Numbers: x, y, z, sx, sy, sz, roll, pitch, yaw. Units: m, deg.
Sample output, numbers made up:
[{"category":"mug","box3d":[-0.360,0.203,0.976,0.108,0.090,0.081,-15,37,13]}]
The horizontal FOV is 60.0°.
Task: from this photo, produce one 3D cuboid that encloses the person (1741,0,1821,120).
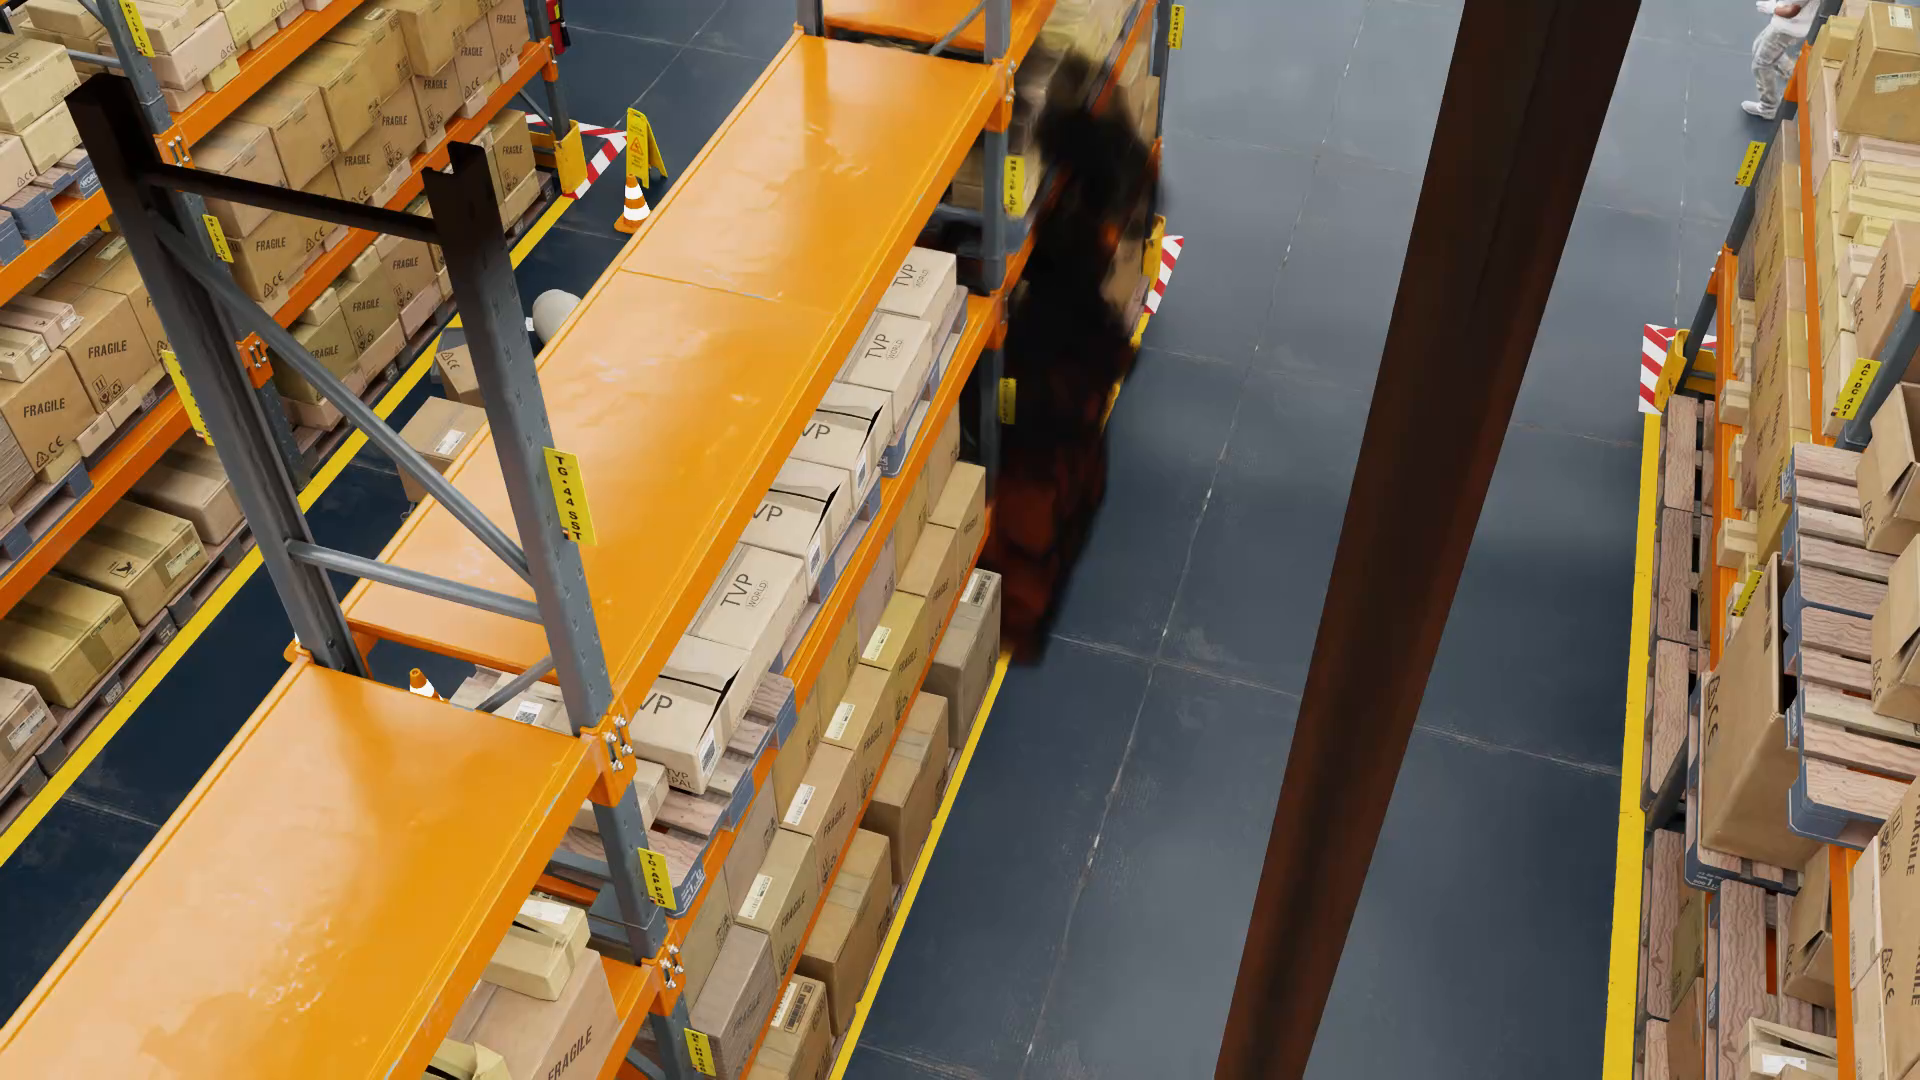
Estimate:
[{"category":"person","box3d":[7.122,-4.432,14.252,0.594,1.732,0.684,34,55,29]}]
